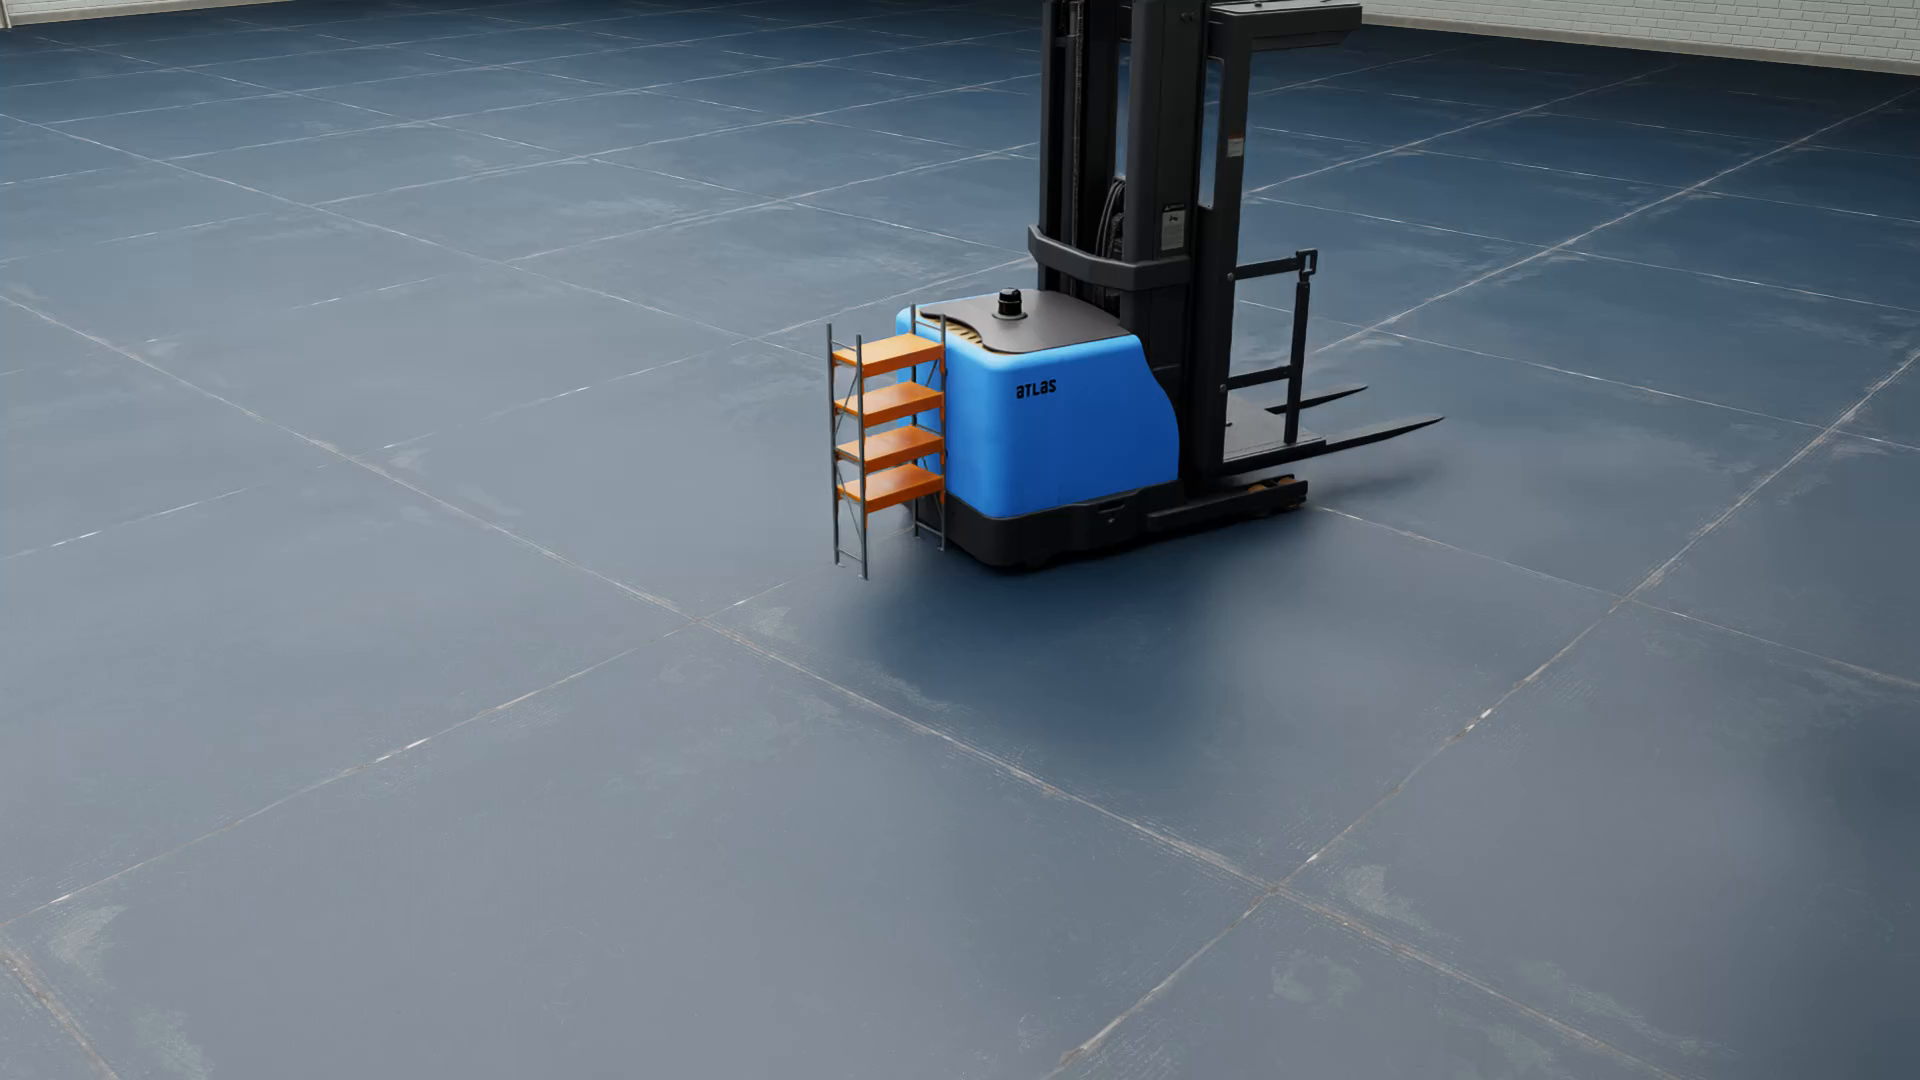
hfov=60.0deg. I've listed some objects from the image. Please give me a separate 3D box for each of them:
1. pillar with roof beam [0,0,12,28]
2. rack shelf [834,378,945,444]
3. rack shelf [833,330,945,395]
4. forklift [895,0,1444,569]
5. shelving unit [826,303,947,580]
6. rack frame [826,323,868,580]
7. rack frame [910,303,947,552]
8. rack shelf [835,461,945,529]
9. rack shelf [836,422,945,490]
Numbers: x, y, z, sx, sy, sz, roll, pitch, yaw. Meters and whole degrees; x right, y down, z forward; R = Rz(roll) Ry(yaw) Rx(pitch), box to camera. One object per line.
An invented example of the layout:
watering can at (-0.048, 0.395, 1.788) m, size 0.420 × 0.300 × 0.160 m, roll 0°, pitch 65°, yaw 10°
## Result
pillar with roof beam at (-12.072, -11.034, 21.861) m, size 9.100 × 9.000 × 0.400 m, roll 20°, pitch 31°, yaw 38°
rack shelf at (-0.334, -0.604, 7.747) m, size 0.480 × 0.148 × 0.258 m, roll -19°, pitch 31°, yaw -37°
rack shelf at (-0.334, -0.819, 7.650) m, size 0.480 × 0.148 × 0.258 m, roll -19°, pitch 31°, yaw -37°
forklift at (1.207, -1.625, 8.293) m, size 3.031 × 2.935 × 1.130 m, roll -13°, pitch 27°, yaw -27°
shelving unit at (-0.334, -0.461, 7.811) m, size 0.503 × 1.200 × 0.258 m, roll -19°, pitch 31°, yaw -37°
rack frame at (-0.519, -0.396, 7.666) m, size 0.015 × 1.200 × 0.240 m, roll -19°, pitch 31°, yaw -37°
rack frame at (-0.149, -0.526, 7.956) m, size 0.015 × 1.200 × 0.240 m, roll -19°, pitch 31°, yaw -37°
rack shelf at (-0.334, -0.218, 7.920) m, size 0.480 × 0.148 × 0.258 m, roll -19°, pitch 31°, yaw -37°
rack shelf at (-0.334, -0.399, 7.839) m, size 0.480 × 0.148 × 0.258 m, roll -19°, pitch 31°, yaw -37°
